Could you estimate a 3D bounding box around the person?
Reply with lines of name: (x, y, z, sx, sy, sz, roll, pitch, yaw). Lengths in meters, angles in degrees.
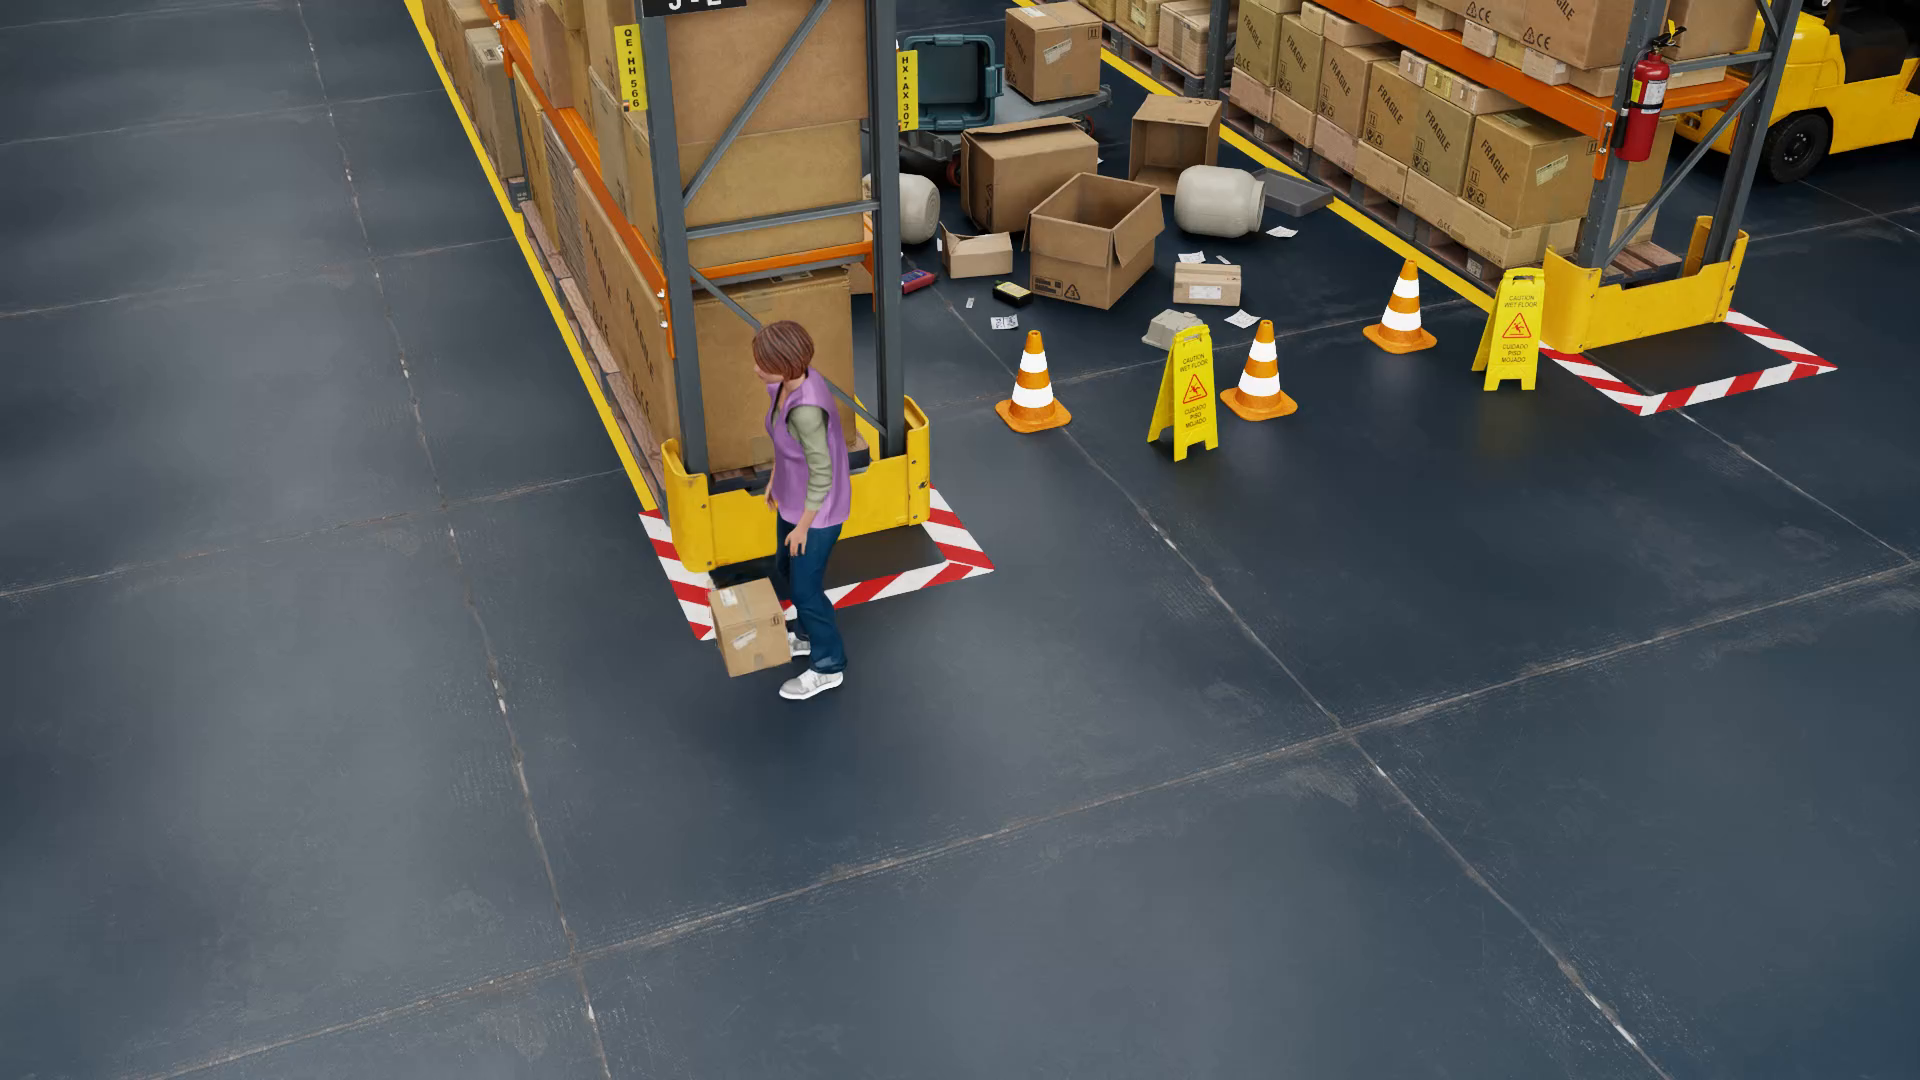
person: (-0.594, -0.114, 6.330, 0.341, 1.582, 0.460, -11, 35, -16)
